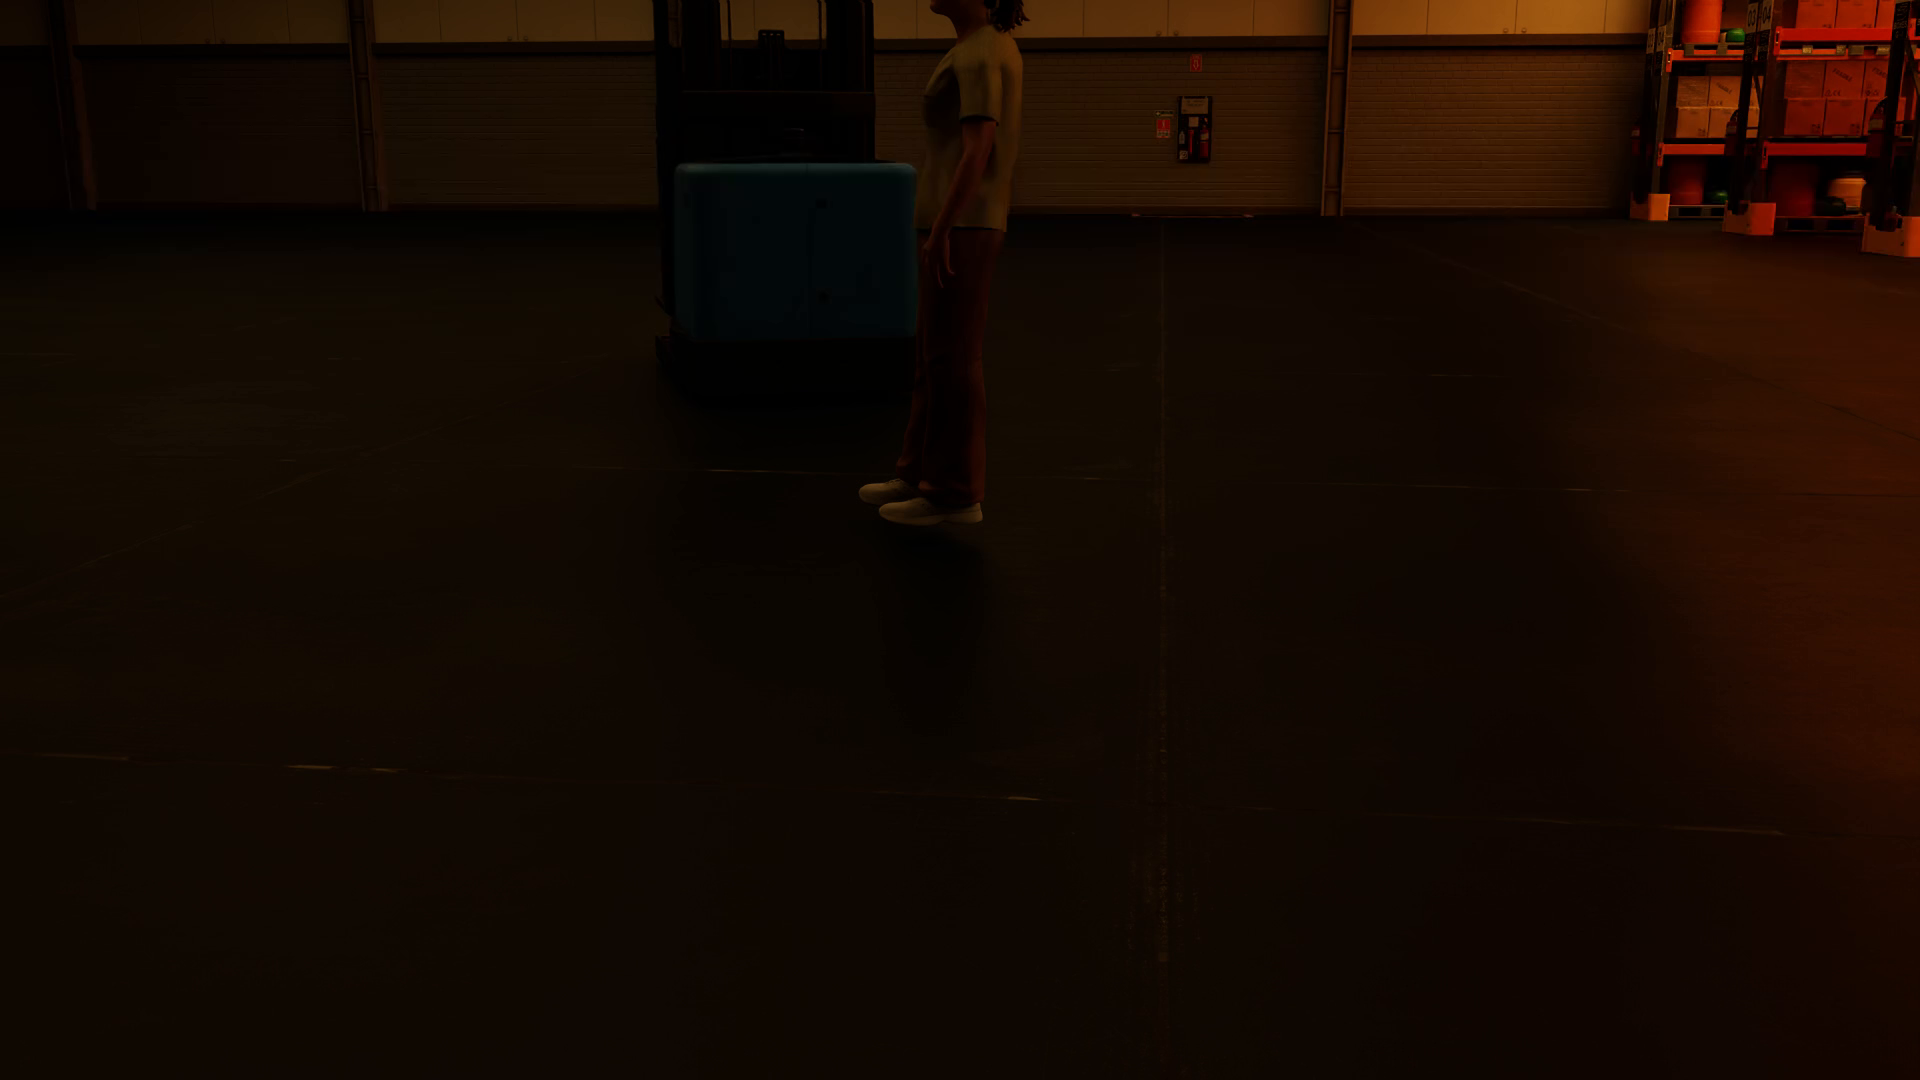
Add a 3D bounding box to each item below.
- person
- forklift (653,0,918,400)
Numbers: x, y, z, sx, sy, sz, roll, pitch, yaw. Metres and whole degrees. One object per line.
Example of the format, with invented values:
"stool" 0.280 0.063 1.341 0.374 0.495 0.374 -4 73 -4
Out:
"person" -0.080 -0.861 4.767 0.531 1.660 0.553 2 13 7
"forklift" -1.033 -2.353 8.569 1.130 2.935 3.031 -3 14 -14
